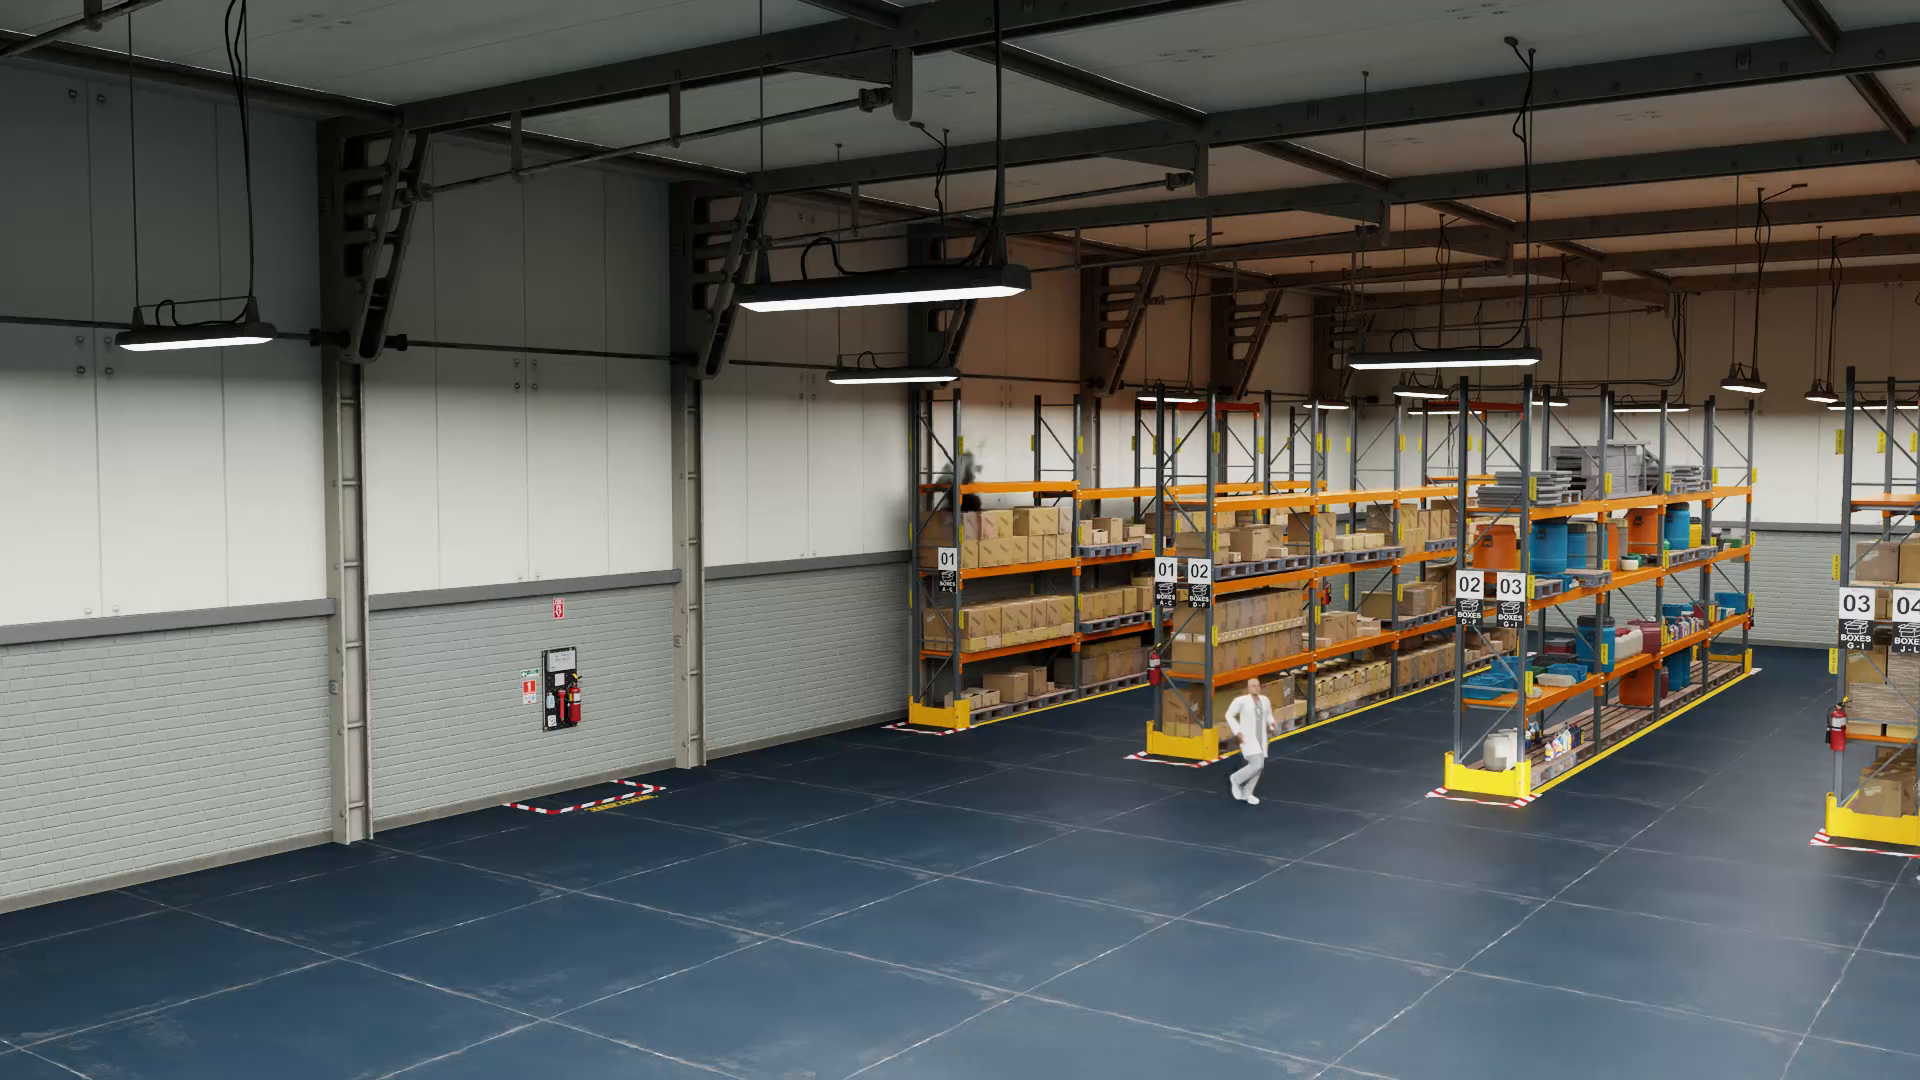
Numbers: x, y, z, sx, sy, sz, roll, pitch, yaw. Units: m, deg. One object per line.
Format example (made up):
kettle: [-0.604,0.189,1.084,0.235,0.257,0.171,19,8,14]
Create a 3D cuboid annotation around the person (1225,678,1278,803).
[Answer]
person: [4.125,2.806,23.233,0.692,1.747,0.650,-2,4,-28]
